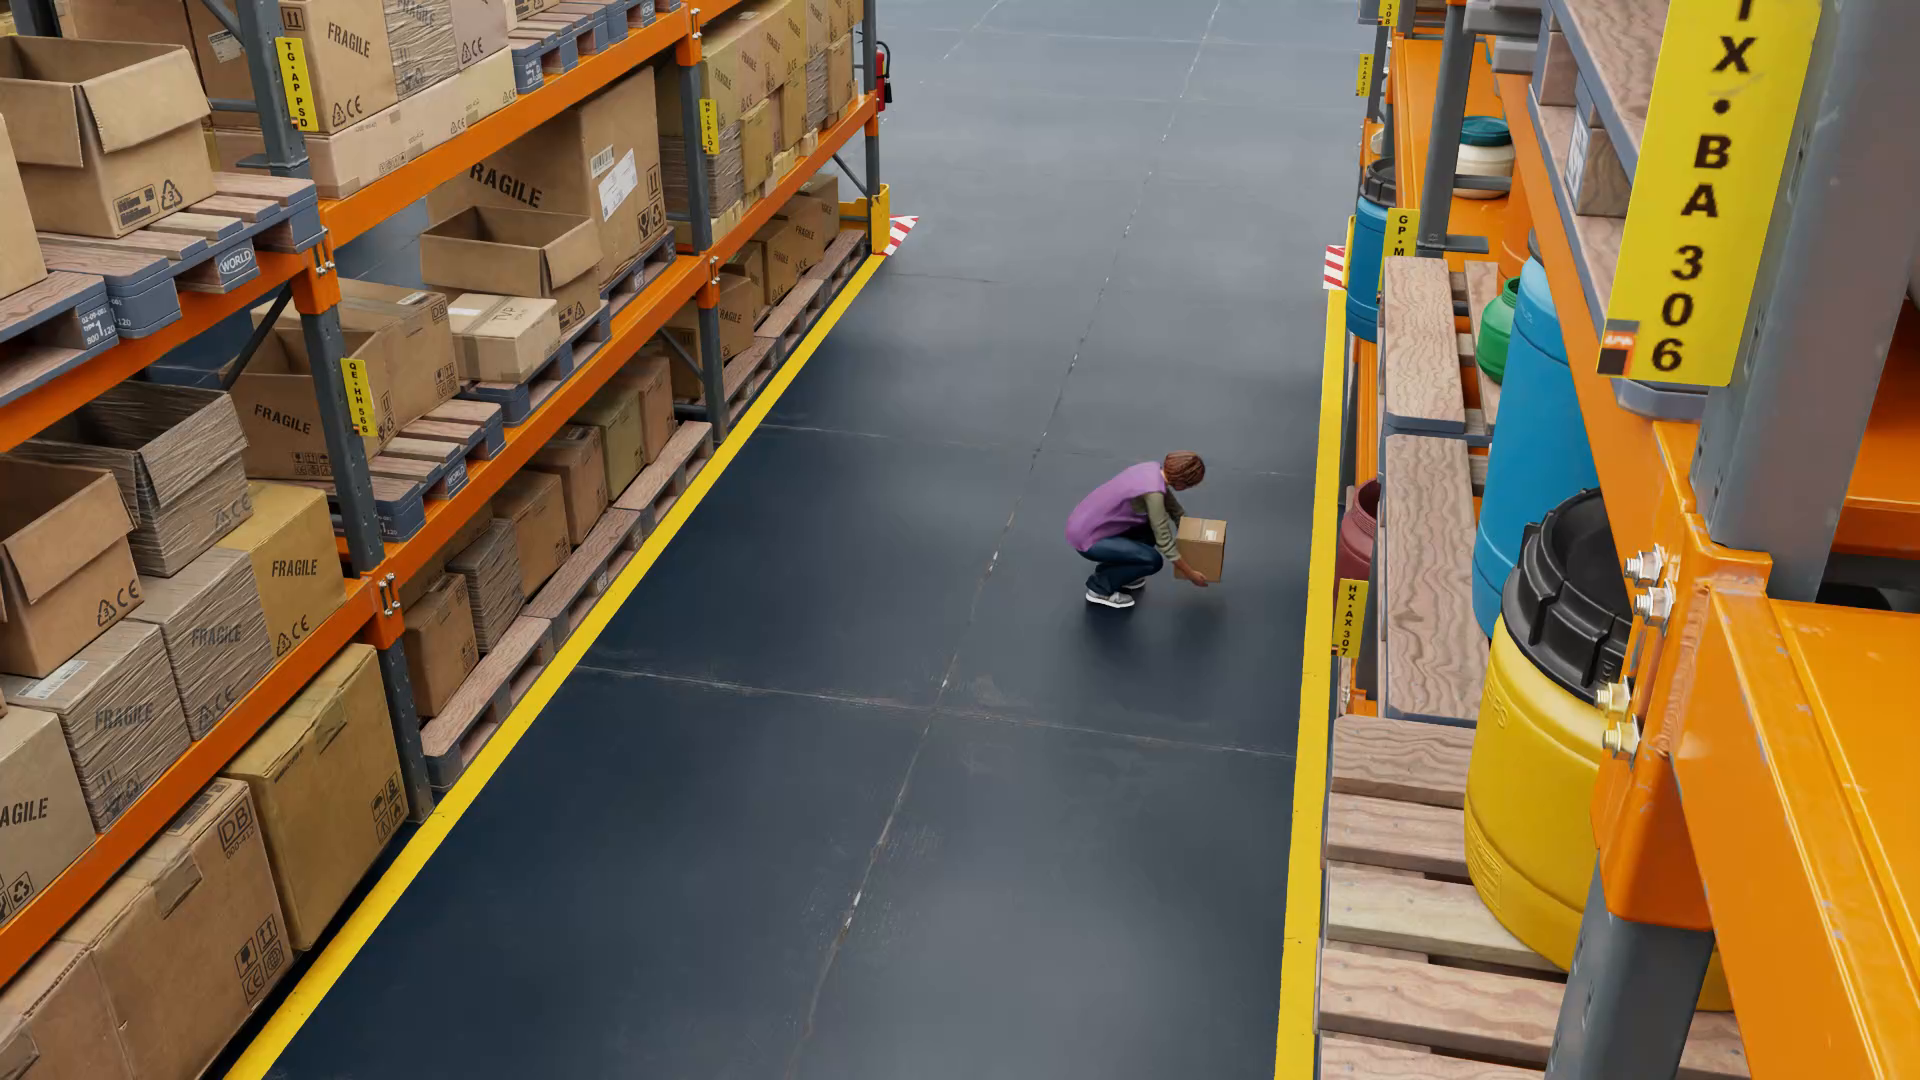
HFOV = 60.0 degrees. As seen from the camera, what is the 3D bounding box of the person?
[{"bbox_3d":[0.973,-0.079,9.024,0.807,0.876,0.467,6,30,11],"label":"person"}]
